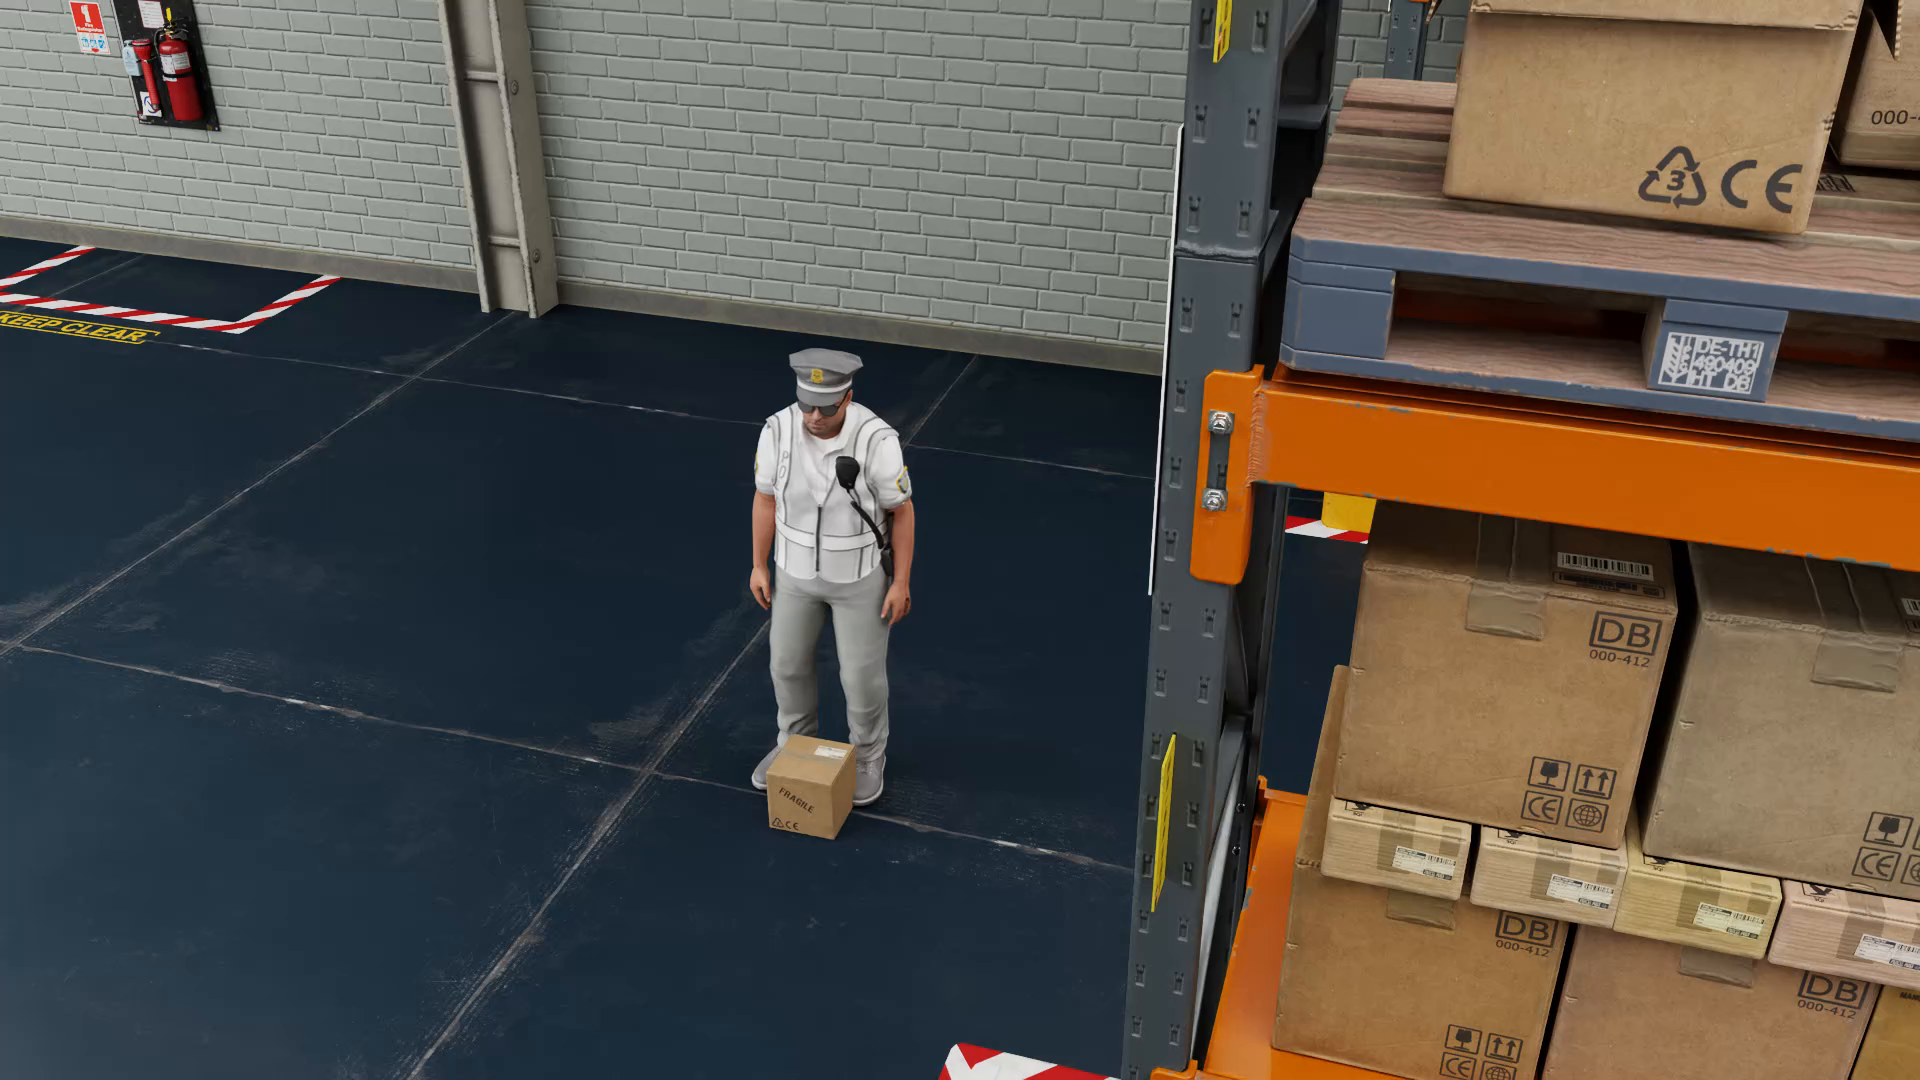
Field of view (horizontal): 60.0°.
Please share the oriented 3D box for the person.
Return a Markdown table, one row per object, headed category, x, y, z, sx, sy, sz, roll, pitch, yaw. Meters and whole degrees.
| category | x | y | z | sx | sy | sz | roll | pitch | yaw |
| --- | --- | --- | --- | --- | --- | --- | --- | --- | --- |
| person | -0.457 | 0.111 | 5.919 | 0.604 | 1.746 | 0.437 | 7 | 30 | 12 |
